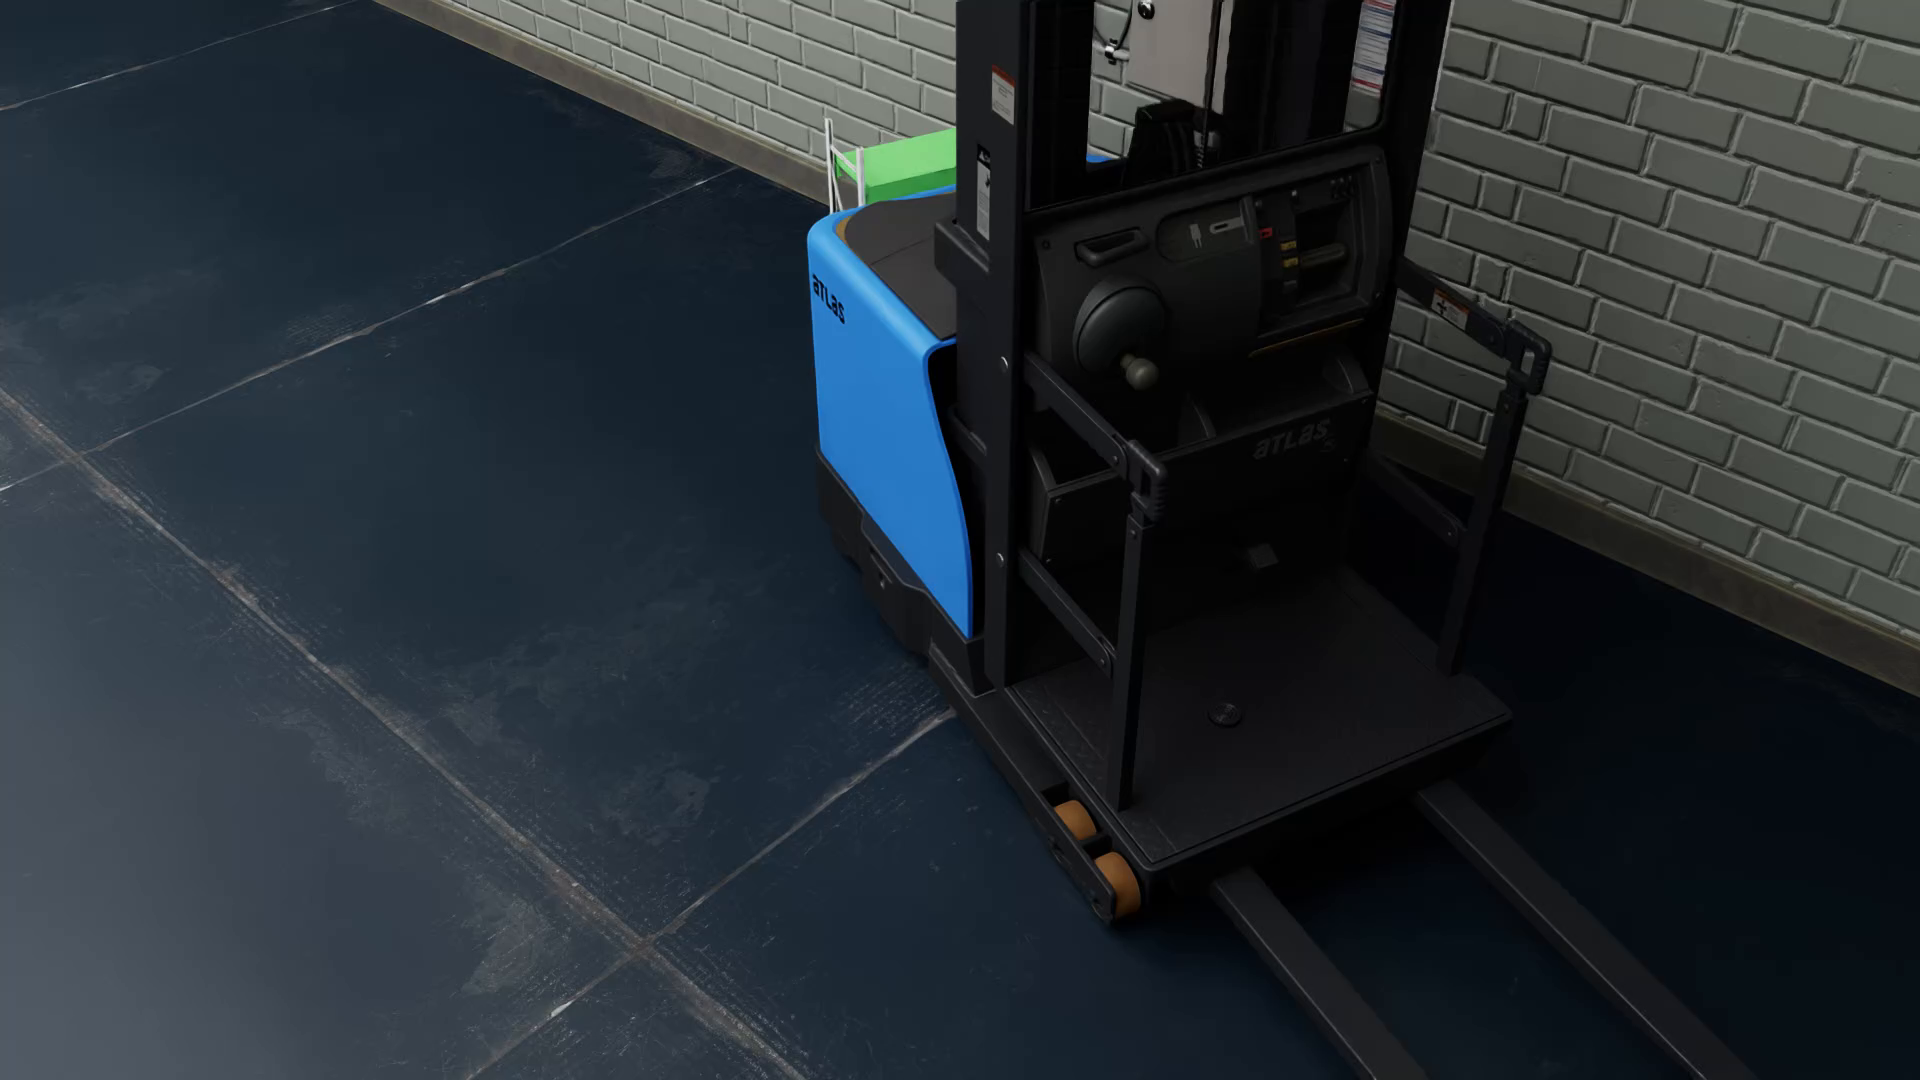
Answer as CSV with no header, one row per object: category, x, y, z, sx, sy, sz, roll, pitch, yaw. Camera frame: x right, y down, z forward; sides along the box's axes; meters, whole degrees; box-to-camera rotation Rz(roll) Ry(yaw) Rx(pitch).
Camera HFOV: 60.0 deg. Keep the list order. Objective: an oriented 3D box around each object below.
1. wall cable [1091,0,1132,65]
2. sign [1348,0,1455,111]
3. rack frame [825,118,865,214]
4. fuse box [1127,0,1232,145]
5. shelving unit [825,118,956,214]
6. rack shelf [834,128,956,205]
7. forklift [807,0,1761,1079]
wall cable,0.375,-2.435,5.085,0.588,1.984,0.122,30,47,32
sign,1.277,-1.529,4.839,0.329,0.494,0.001,30,47,32
rack frame,-0.332,-0.700,5.164,0.015,1.200,0.240,-18,41,-21
fuse box,0.773,-1.174,5.351,0.539,1.711,0.414,30,47,32
shelving unit,-0.116,-0.770,5.253,0.503,1.200,0.258,-18,41,-21
rack shelf,-0.118,-1.098,4.996,0.480,0.148,0.258,-18,41,-21
forklift,0.683,-0.537,3.571,1.130,2.935,3.031,-18,42,-21
